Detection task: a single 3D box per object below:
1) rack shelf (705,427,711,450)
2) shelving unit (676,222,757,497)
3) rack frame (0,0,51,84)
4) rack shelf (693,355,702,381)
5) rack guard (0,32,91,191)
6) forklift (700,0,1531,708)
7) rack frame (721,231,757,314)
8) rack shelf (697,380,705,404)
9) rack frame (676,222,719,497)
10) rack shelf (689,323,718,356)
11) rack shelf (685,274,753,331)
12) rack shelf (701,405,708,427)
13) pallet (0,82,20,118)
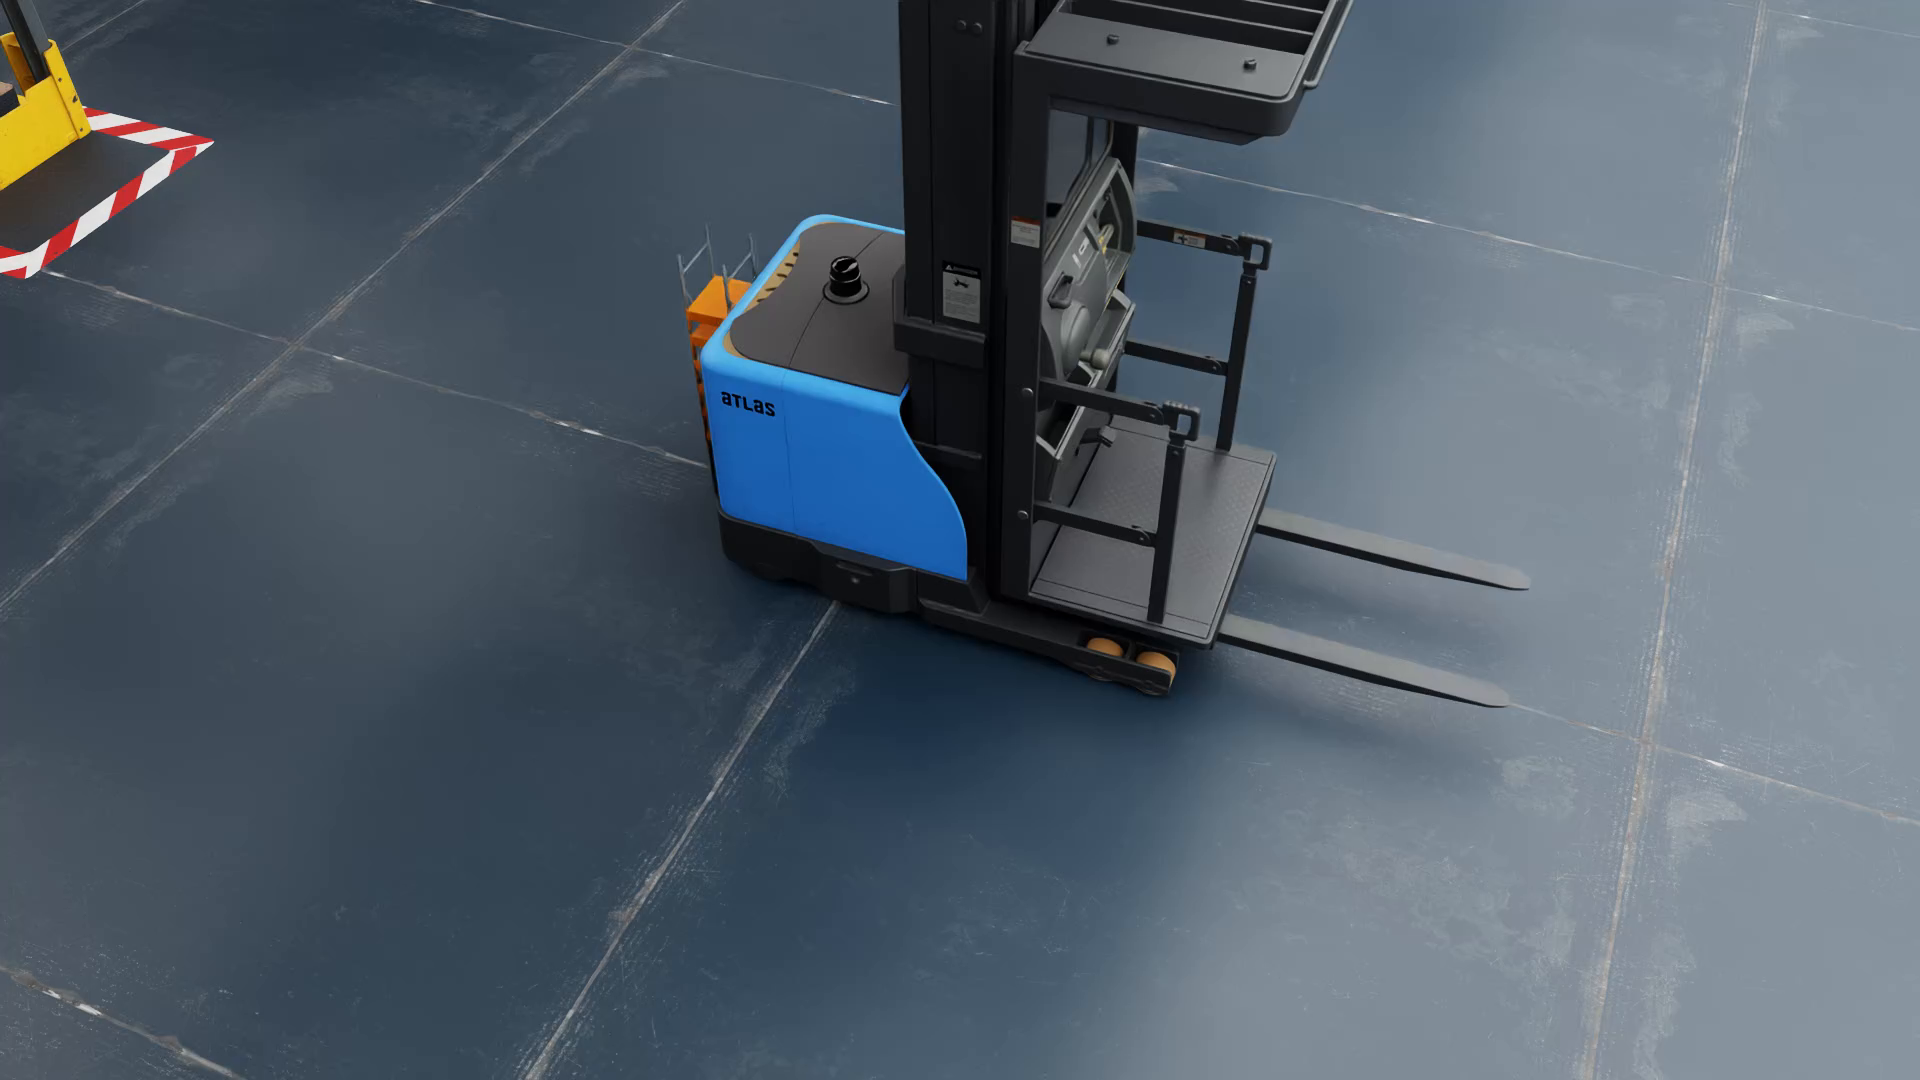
[{"bbox_3d":[-0.896,-0.463,6.766,0.180,0.103,0.258,14,47,15],"label":"rack shelf"},{"bbox_3d":[-0.900,-0.666,6.566,0.189,1.200,0.258,14,47,15],"label":"shelving unit"},{"bbox_3d":[-4.962,-2.968,7.607,0.127,3.000,1.000,16,47,16],"label":"rack frame"},{"bbox_3d":[-0.901,-0.719,6.513,0.180,0.103,0.258,14,47,15],"label":"rack shelf"},{"bbox_3d":[-5.051,-2.072,8.478,0.348,0.500,1.175,16,47,16],"label":"rack guard"},{"bbox_3d":[0.626,-0.891,5.568,3.031,2.935,1.130,15,47,14],"label":"forklift"},{"bbox_3d":[-0.814,-0.644,6.542,0.006,1.200,0.240,14,47,15],"label":"rack frame"},{"bbox_3d":[-0.899,-0.634,6.597,0.180,0.103,0.258,14,47,15],"label":"rack shelf"},{"bbox_3d":[-0.986,-0.687,6.590,0.006,1.200,0.240,14,47,15],"label":"rack frame"},{"bbox_3d":[-0.903,-0.805,6.429,0.180,0.103,0.258,14,47,15],"label":"rack shelf"},{"bbox_3d":[-0.905,-0.890,6.345,0.180,0.103,0.258,14,47,15],"label":"rack shelf"},{"bbox_3d":[-0.898,-0.548,6.681,0.180,0.103,0.258,14,47,15],"label":"rack shelf"},{"bbox_3d":[-5.798,-2.194,8.806,1.213,0.211,1.003,16,47,16],"label":"pallet"}]
